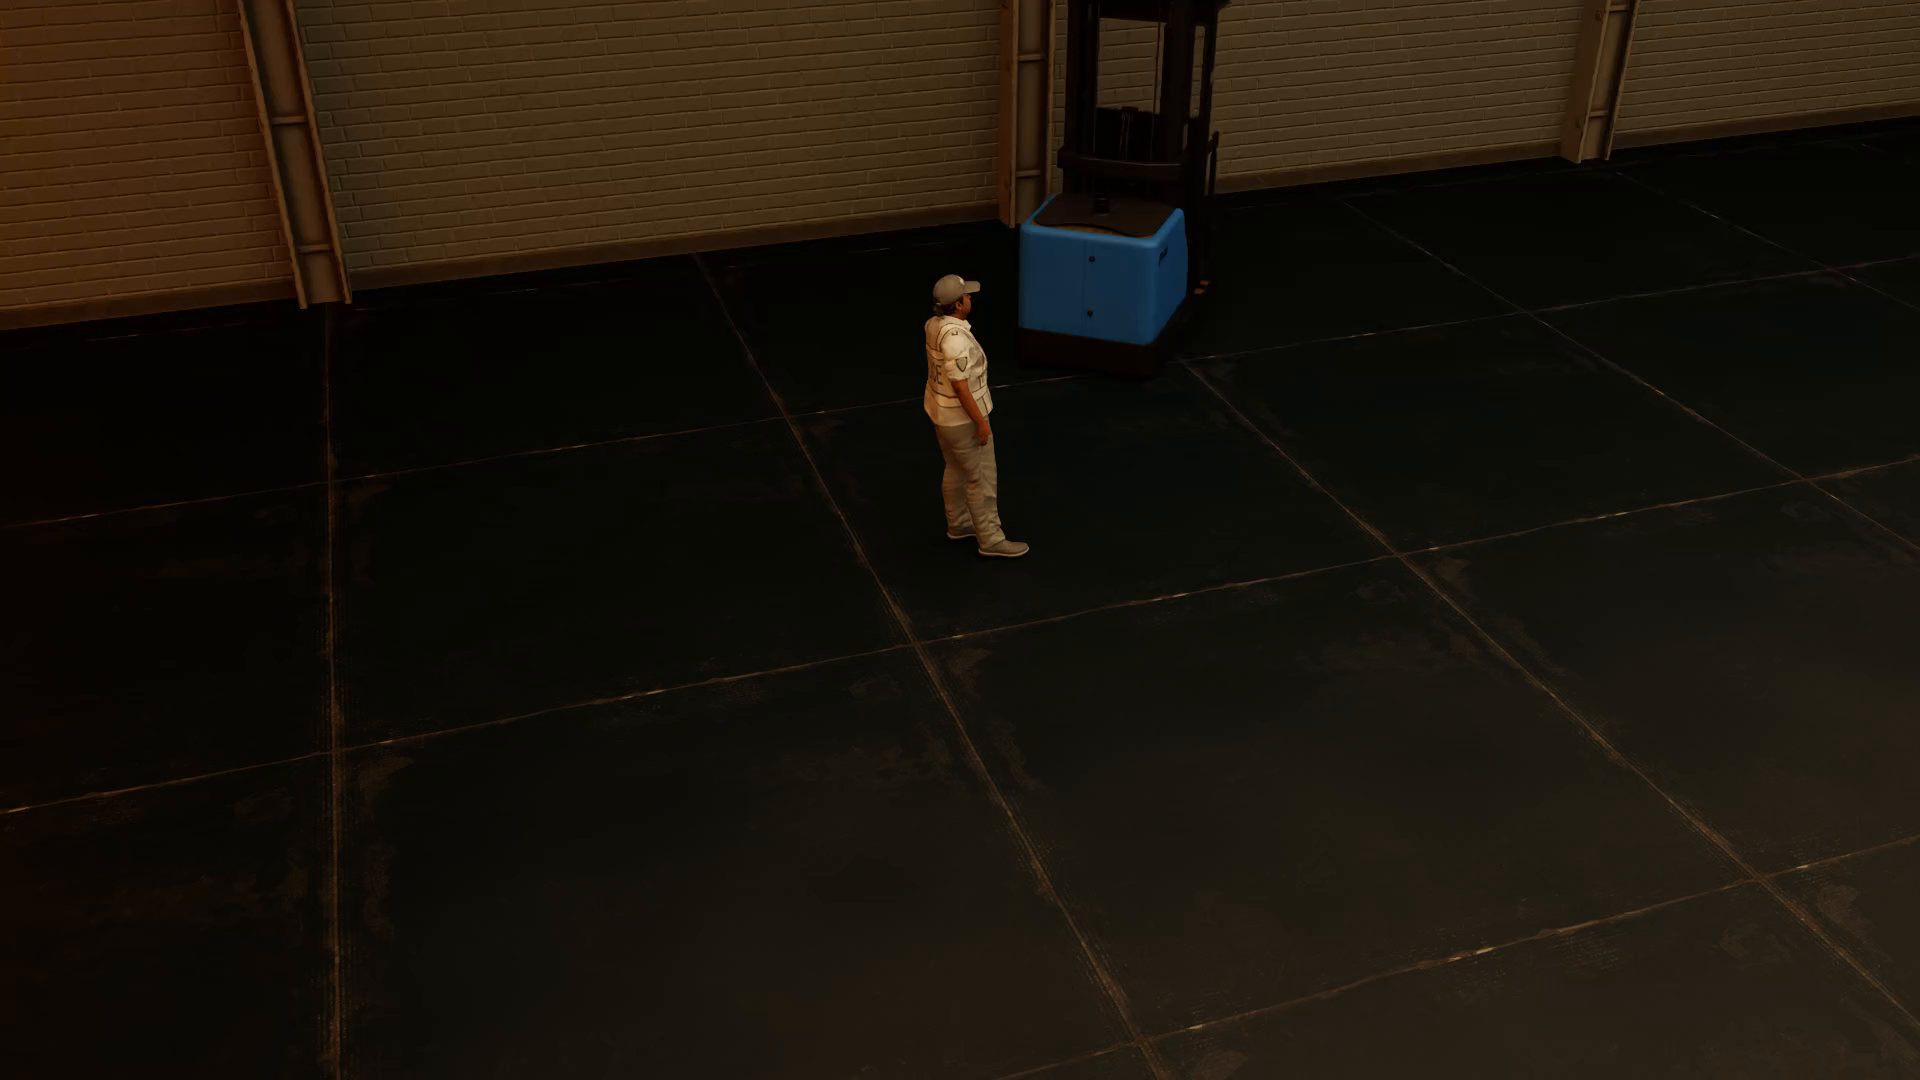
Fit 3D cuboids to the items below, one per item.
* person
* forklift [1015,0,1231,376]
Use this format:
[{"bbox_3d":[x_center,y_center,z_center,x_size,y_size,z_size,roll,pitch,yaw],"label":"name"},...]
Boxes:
[{"bbox_3d":[0.080,-0.730,9.609,0.529,1.670,0.599,-10,31,-16],"label":"person"},{"bbox_3d":[1.400,-3.165,12.588,1.130,2.935,3.031,11,32,18],"label":"forklift"}]
